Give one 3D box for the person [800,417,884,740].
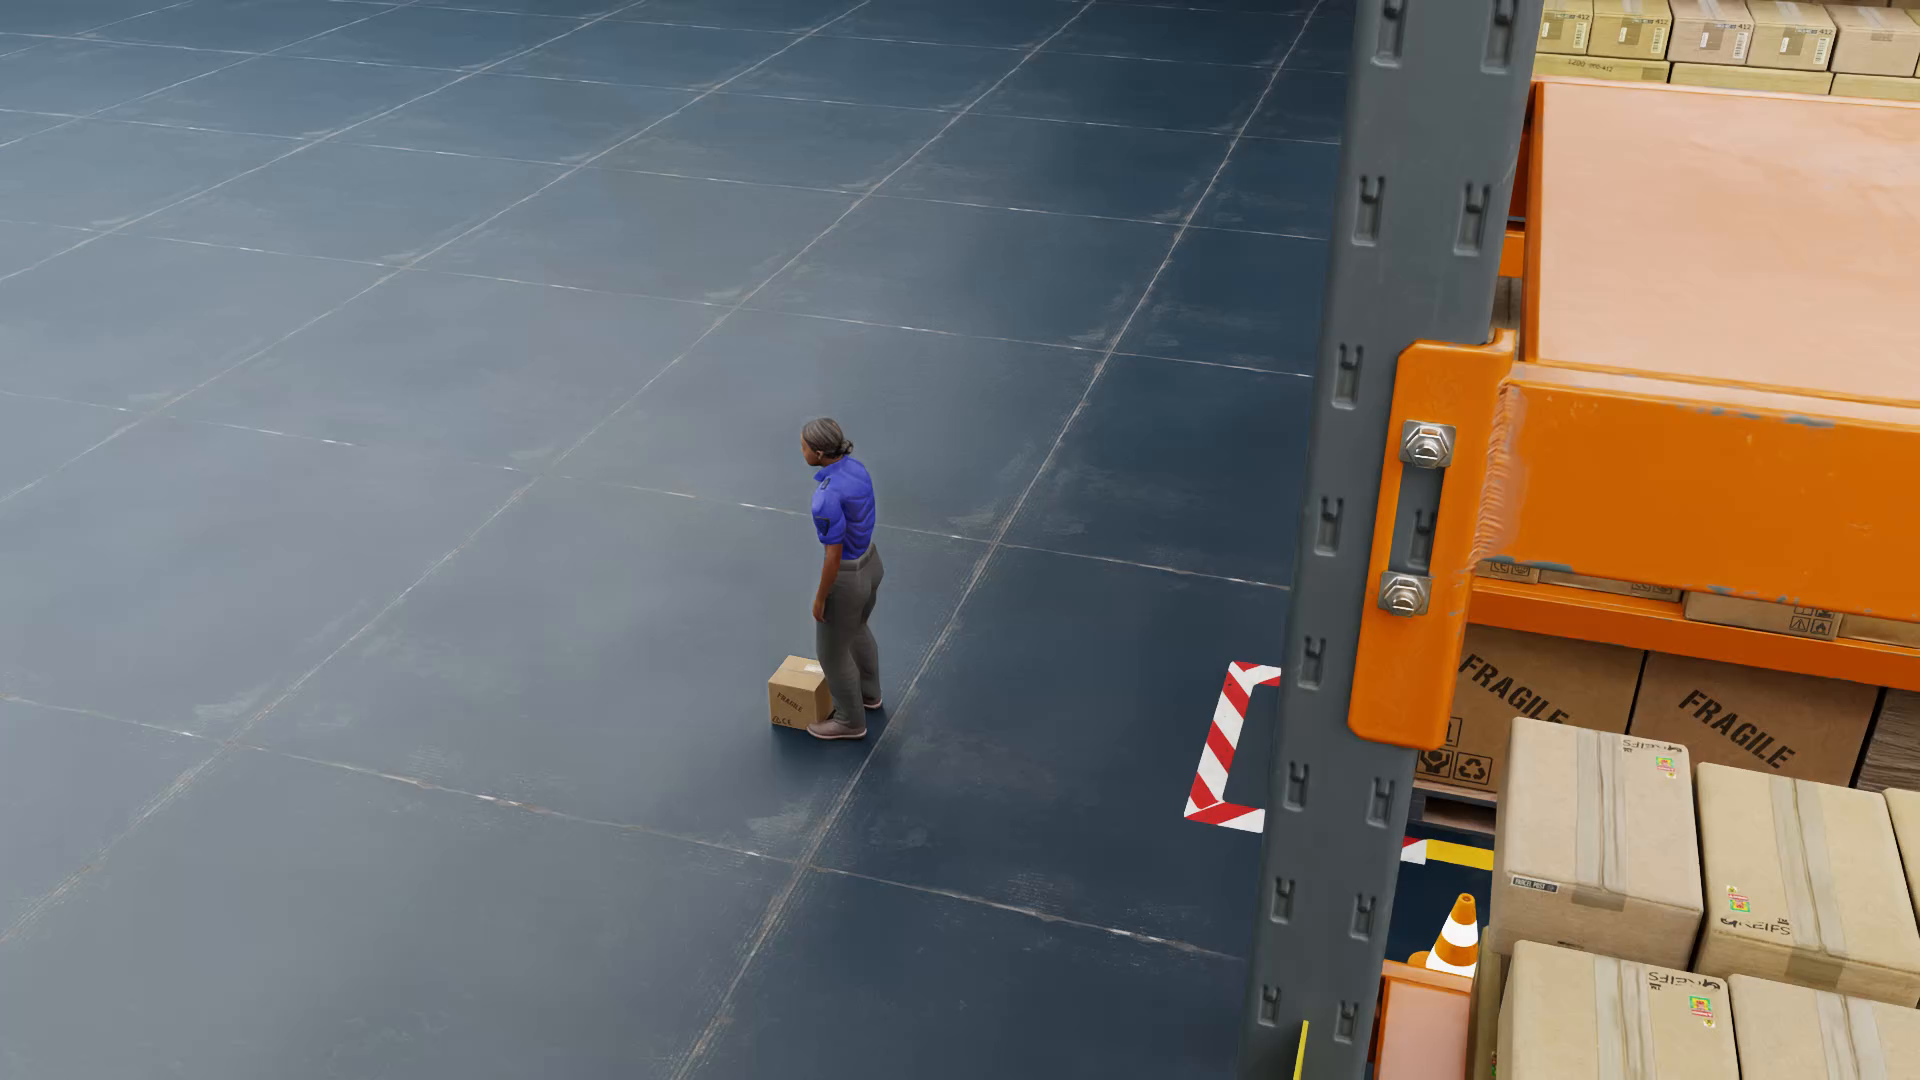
[{"bbox_3d":[-0.551,0.173,7.823,0.347,1.655,0.507,9,31,15],"label":"person"}]
